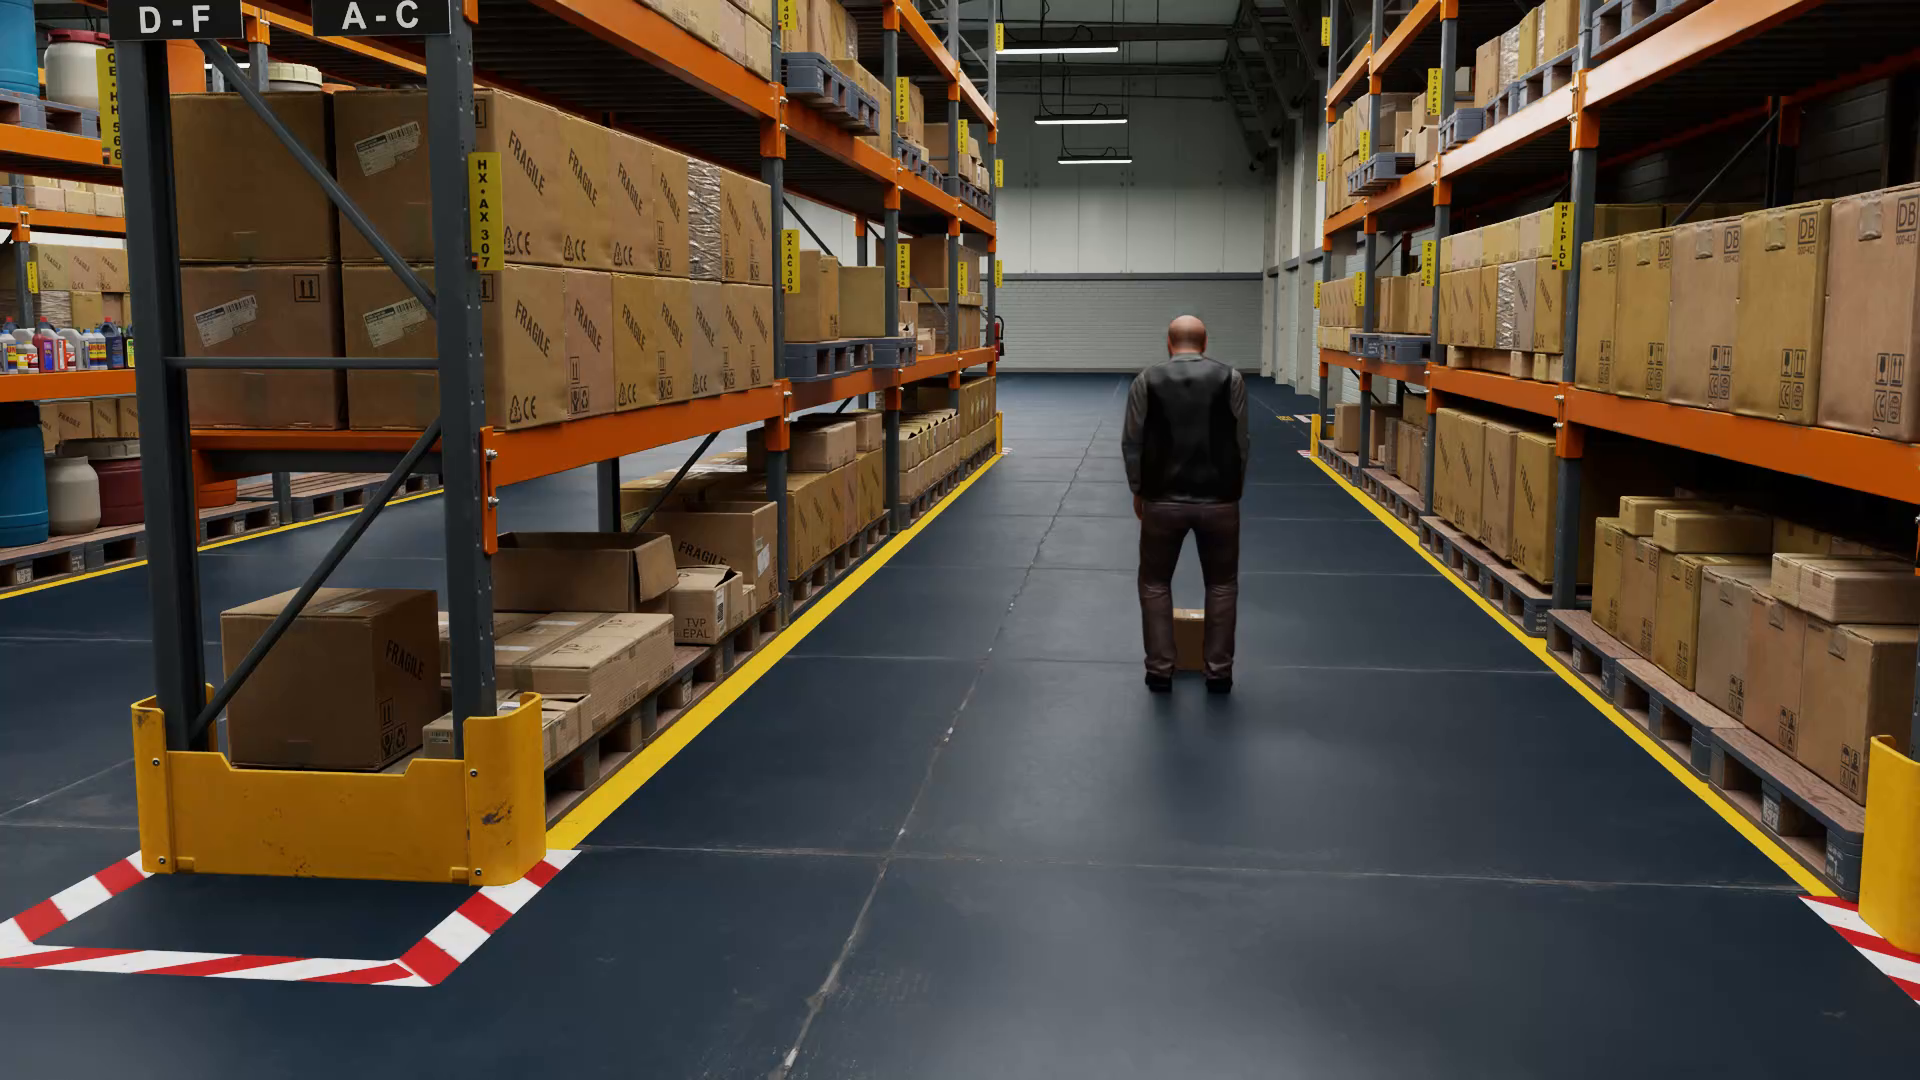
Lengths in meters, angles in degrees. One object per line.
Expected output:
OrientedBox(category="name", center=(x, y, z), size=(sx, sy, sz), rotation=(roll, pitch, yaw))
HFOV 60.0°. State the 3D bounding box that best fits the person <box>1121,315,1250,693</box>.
OrientedBox(category="person", center=(0.993, -0.158, 7.363), size=(0.563, 1.658, 0.420), rotation=(1, 8, 8))
